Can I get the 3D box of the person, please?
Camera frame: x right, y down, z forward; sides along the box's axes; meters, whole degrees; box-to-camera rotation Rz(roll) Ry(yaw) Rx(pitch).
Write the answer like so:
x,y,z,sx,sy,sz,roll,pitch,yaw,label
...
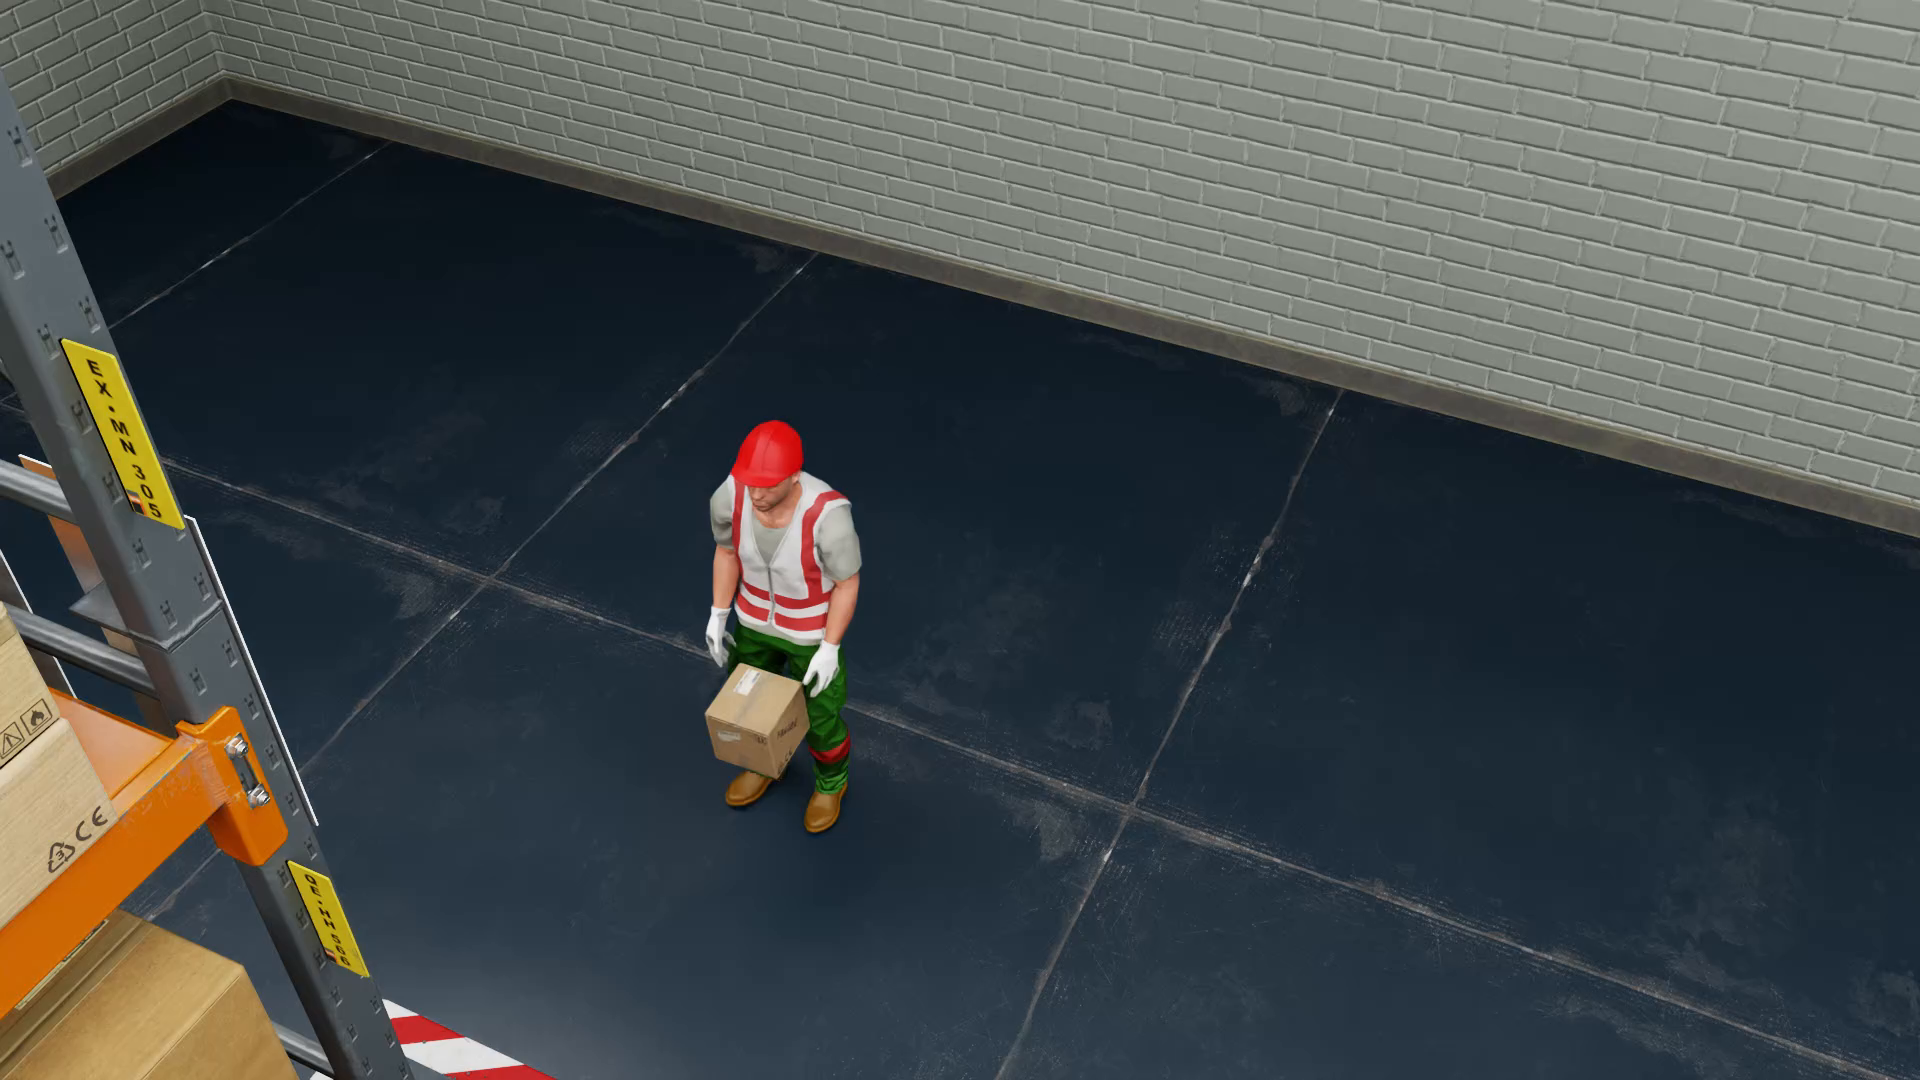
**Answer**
x,y,z,sx,sy,sz,roll,pitch,yaw,label
-0.598,0.299,5.805,0.544,1.788,0.414,16,44,18,person
